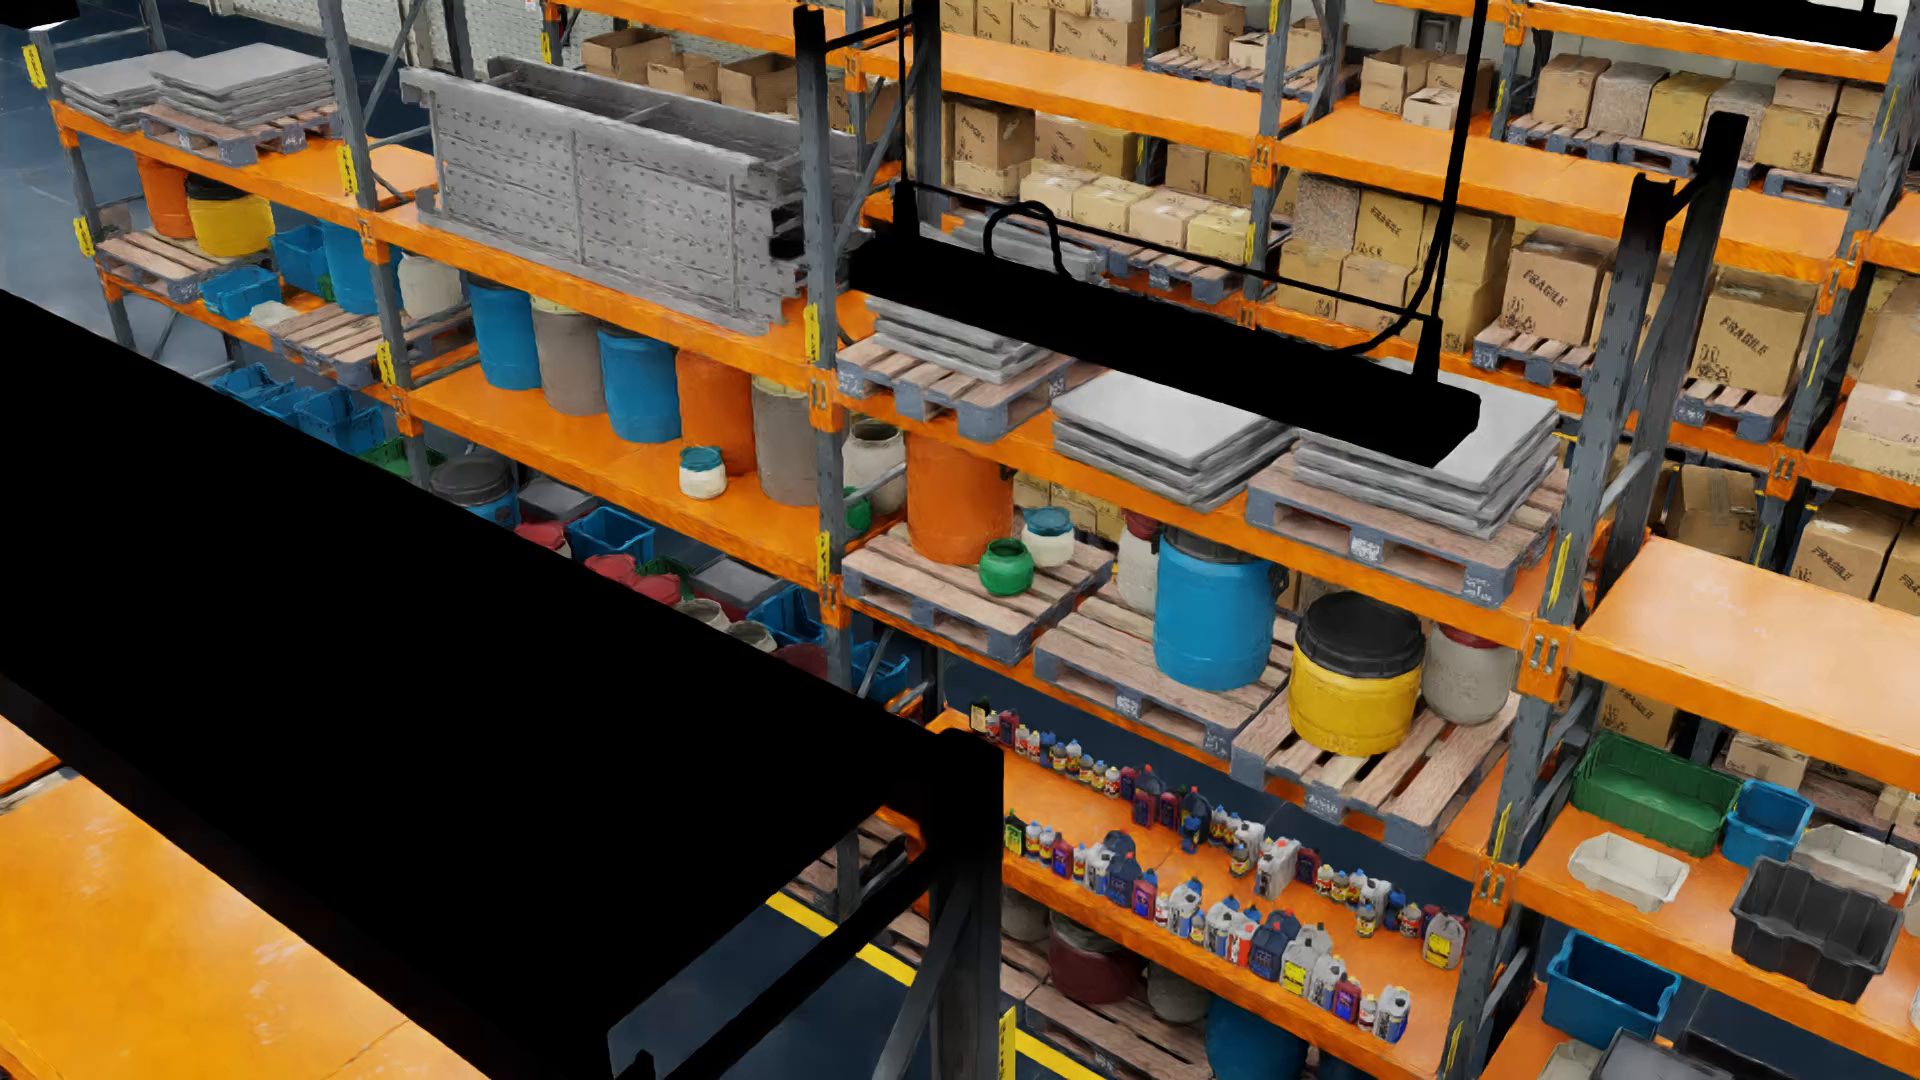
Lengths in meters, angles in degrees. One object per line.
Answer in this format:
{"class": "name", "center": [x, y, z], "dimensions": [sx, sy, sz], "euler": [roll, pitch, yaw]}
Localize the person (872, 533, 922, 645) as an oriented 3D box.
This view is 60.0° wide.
{"class": "person", "center": [-0.429, 0.096, 13.524], "dimensions": [0.556, 1.644, 0.597], "euler": [-13, 34, -20]}
